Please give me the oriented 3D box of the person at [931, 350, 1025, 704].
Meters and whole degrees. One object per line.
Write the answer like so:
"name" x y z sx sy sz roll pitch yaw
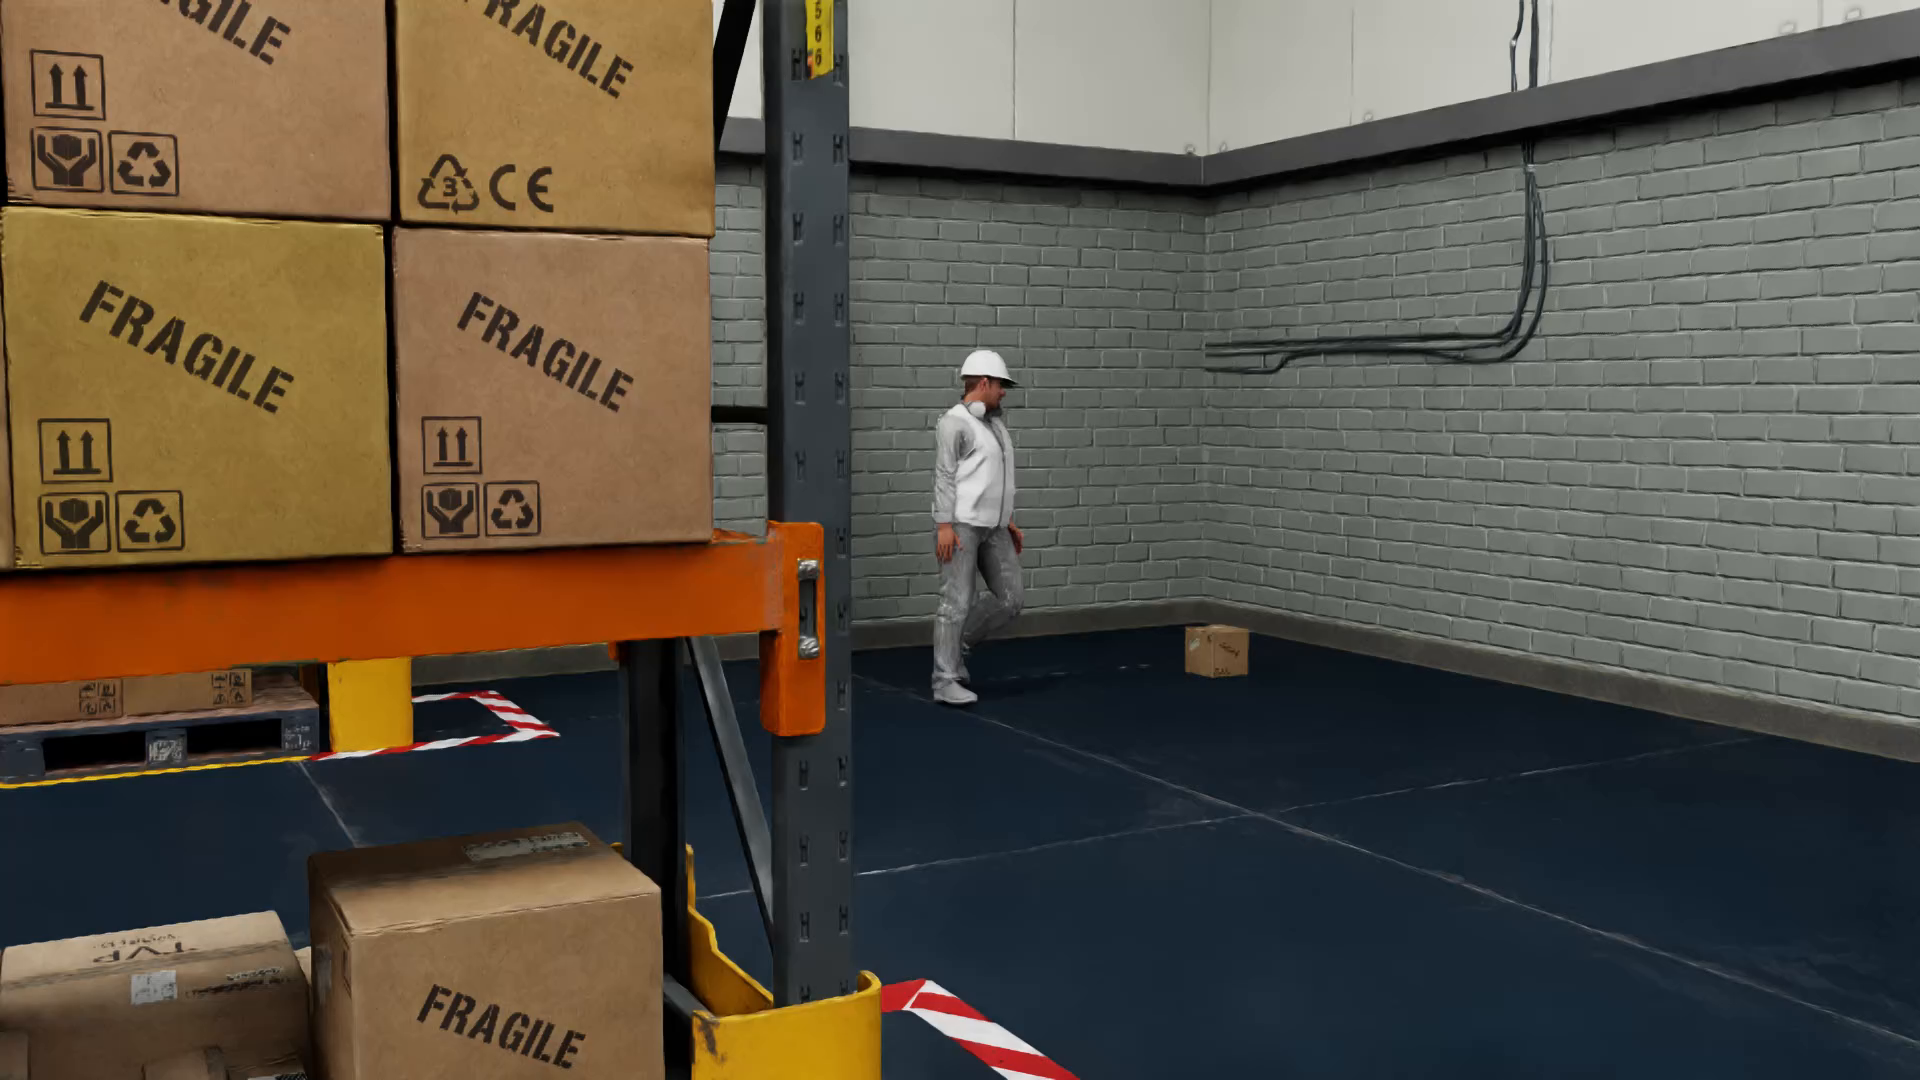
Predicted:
"person" 0.036 -0.077 8.434 0.486 1.755 0.605 3 6 34
